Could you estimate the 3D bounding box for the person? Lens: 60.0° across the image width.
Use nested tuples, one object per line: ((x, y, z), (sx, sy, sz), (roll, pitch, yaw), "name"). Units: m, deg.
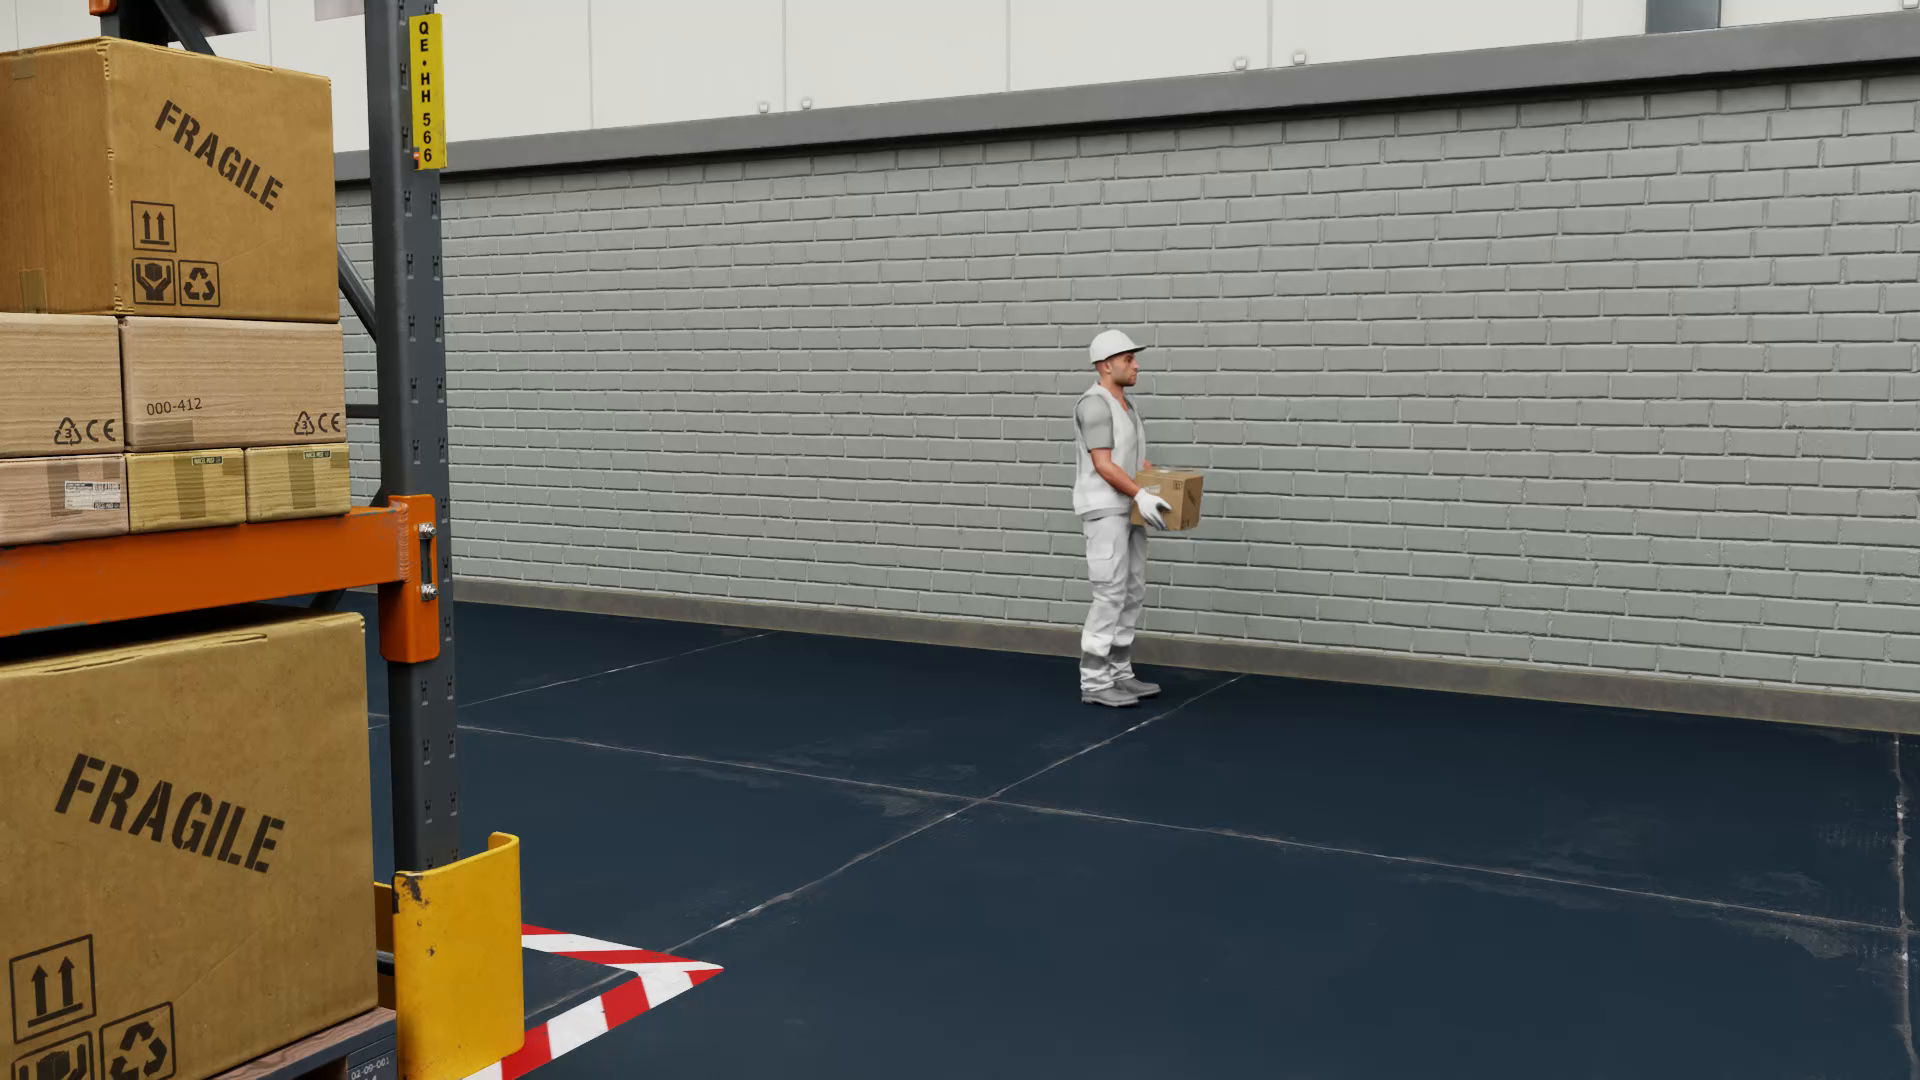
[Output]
((0.824, -0.110, 8.009), (0.529, 1.794, 0.524), (3, 7, 28), "person")
